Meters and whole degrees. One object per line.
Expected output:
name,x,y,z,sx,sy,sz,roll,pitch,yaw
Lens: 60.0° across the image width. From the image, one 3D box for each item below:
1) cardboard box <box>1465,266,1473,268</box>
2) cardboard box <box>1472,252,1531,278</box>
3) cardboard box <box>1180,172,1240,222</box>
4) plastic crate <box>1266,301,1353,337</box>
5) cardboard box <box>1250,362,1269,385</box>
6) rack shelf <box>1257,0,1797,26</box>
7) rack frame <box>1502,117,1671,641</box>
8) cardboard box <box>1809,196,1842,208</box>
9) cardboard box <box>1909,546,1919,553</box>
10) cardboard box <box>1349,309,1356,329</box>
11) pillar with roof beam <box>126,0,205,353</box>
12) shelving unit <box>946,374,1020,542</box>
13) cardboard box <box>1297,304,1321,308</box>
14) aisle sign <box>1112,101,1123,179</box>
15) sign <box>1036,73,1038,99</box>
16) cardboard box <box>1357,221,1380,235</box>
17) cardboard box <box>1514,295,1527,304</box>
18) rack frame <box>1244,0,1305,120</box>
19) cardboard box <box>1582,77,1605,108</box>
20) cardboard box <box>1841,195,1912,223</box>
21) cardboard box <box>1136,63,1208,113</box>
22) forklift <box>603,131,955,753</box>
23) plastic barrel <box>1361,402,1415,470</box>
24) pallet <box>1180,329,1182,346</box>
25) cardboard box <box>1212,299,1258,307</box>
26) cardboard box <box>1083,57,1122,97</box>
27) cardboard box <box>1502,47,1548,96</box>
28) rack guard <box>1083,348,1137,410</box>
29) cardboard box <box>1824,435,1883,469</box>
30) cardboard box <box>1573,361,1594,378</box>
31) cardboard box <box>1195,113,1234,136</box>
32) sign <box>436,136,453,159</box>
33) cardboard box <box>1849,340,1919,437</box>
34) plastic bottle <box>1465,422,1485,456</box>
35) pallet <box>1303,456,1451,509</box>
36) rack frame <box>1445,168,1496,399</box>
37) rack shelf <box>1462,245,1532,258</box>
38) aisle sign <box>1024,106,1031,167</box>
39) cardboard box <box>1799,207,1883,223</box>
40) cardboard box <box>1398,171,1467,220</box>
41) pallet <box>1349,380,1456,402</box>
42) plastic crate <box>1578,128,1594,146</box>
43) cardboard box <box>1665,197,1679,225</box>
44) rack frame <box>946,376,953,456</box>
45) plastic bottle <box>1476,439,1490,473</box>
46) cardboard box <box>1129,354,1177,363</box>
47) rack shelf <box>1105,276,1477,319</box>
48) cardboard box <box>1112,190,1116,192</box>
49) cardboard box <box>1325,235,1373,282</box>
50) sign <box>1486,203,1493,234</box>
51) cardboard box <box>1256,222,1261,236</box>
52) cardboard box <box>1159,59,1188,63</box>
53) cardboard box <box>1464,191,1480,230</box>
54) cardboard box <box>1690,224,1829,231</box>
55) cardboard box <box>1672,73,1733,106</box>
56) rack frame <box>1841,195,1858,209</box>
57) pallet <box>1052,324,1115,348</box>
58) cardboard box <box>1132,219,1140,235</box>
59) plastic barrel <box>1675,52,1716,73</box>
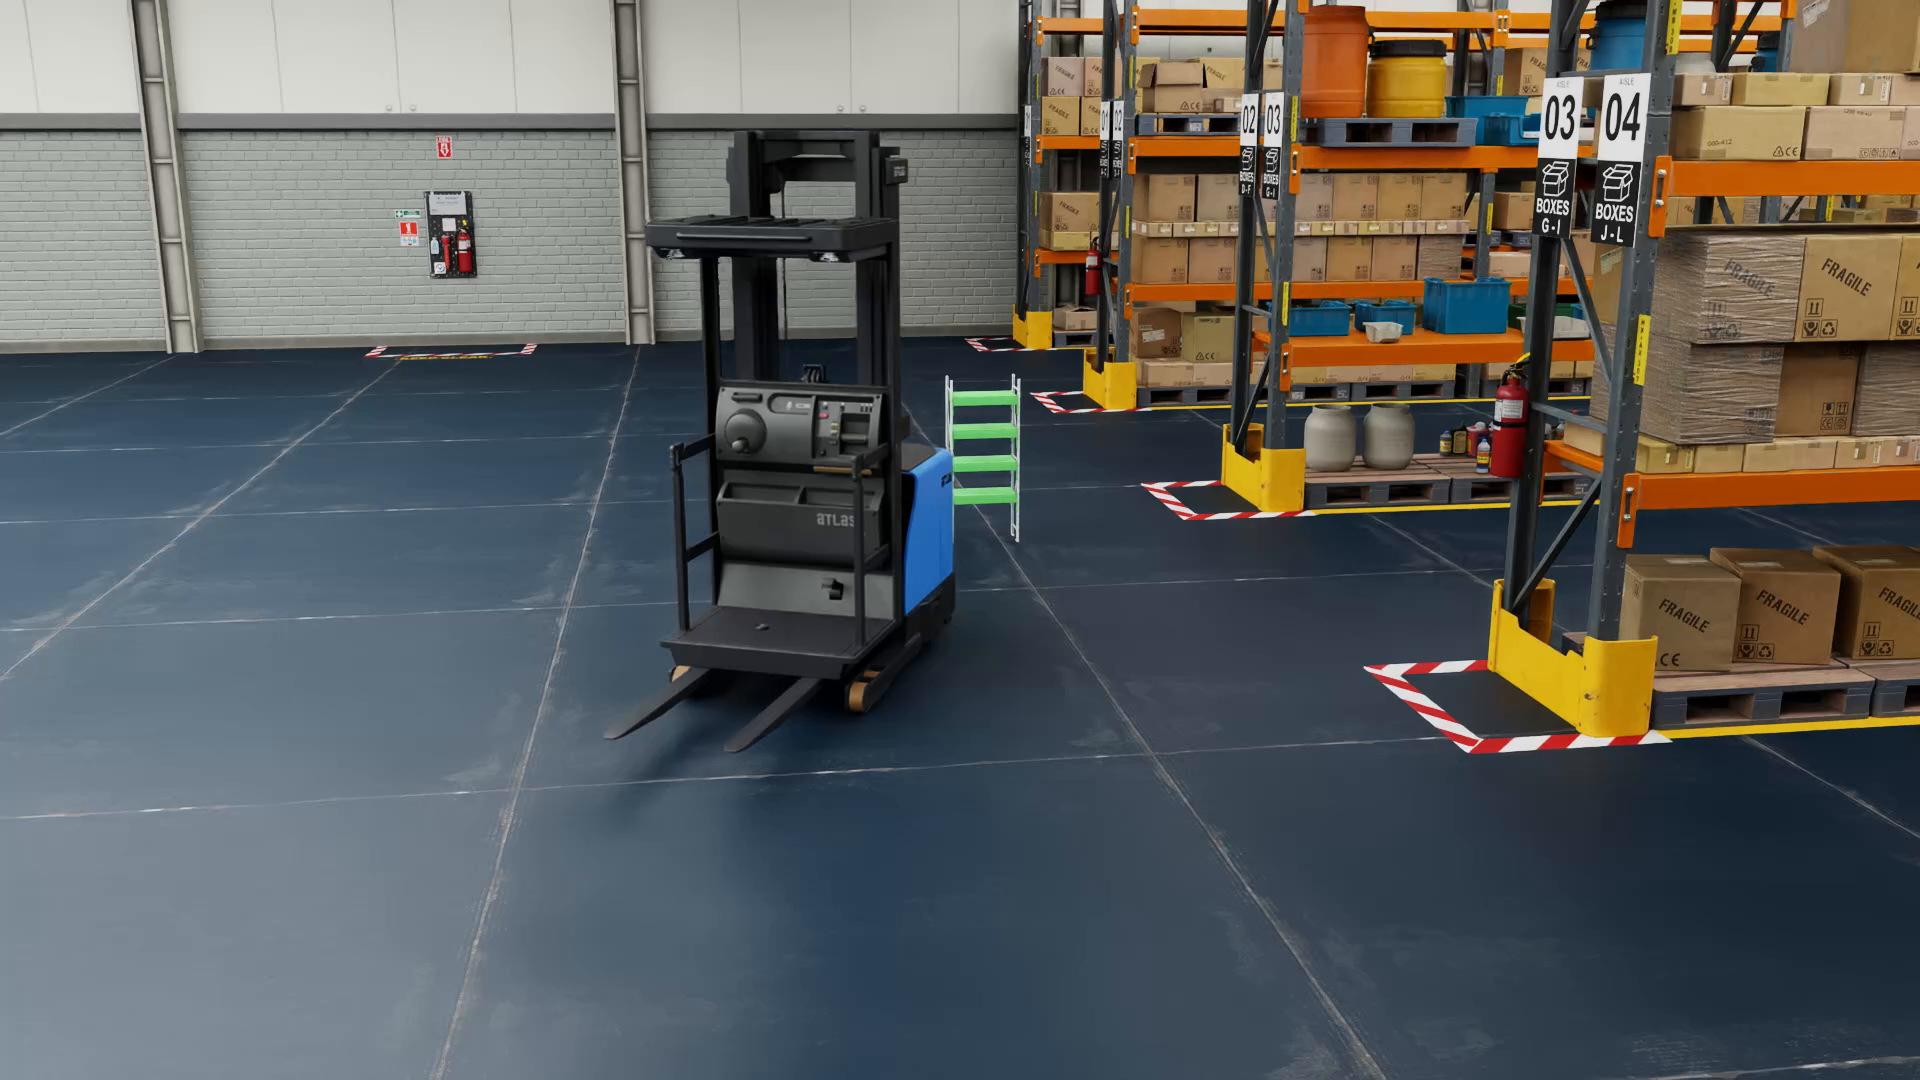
cardboard box,7.560,-3.795,23.881,0.500,0.250,0.500,-2,14,-7
cardboard box,6.104,-3.094,18.701,0.500,0.250,0.500,-1,14,-5
cardboard box,2.703,-3.707,17.966,0.500,0.500,0.700,-2,14,-10
plastic crate,2.853,-1.820,13.617,0.616,0.251,0.499,-2,14,-8
cardboard box,3.220,-1.866,18.287,0.500,0.250,0.500,-2,14,-8
rack shelf,4.380,-4.241,12.935,4.000,0.370,1.077,-2,14,-8
rack frame,3.140,-0.610,8.489,0.127,3.000,1.000,-2,14,-8
cardboard box,12.374,-4.745,24.117,0.500,0.500,0.500,-2,14,-9
cardboard box,5.527,0.322,9.046,0.500,0.500,0.500,-3,14,-13
cardboard box,4.208,-2.268,18.348,0.500,0.500,0.500,-2,14,-8
pillar with roof beam,-9.735,-5.858,17.080,0.400,9.000,9.100,-2,14,-8
shelving unit,0.164,-0.588,12.100,0.503,1.200,0.258,-2,14,-8
cardboard box,4.130,-2.394,18.850,0.500,0.500,0.500,-2,14,-8
aisle sign,1.649,-4.178,17.372,0.004,0.787,0.394,-2,14,-8
sign,1.008,-5.933,21.751,0.005,0.325,0.100,-2,14,-8
cardboard box,4.380,-3.404,18.088,0.250,0.149,0.380,-2,14,-9
cardboard box,8.133,-3.437,23.995,0.500,0.500,0.700,-2,14,-8
rack frame,2.403,-4.712,12.510,0.127,3.000,1.000,-2,14,-8
cardboard box,3.368,-2.271,8.434,0.250,0.149,0.380,-2,14,-8
cardboard box,13.332,-4.781,24.503,0.700,0.700,0.980,-2,14,-7
cardboard box,2.237,-4.790,17.625,0.637,0.503,0.797,-1,14,-4
forklift,-0.919,-0.626,8.693,1.130,2.935,3.031,4,15,15
plastic barrel,3.538,-0.859,13.732,0.421,0.512,0.421,0,14,0
pallet,3.014,-2.899,23.349,1.213,0.211,1.003,-2,14,-8
cardboard box,3.862,-3.284,23.383,0.500,0.500,0.500,-3,14,-13
cardboard box,1.847,-6.145,22.088,0.500,0.500,0.500,-2,14,-9
cardboard box,6.239,-5.101,18.132,0.500,0.500,0.500,-2,14,-8
rack guard,1.645,-1.780,18.292,0.348,0.500,1.175,-2,14,-8
cardboard box,4.450,-0.473,8.457,0.250,0.149,0.380,-2,14,-8
cardboard box,7.077,-2.001,18.824,0.500,0.250,0.500,-3,14,-10
cardboard box,3.375,-5.721,22.453,0.500,0.500,0.500,-3,14,-11
sign,-6.915,-5.269,22.298,0.199,0.298,0.001,-2,14,-8
cardboard box,4.666,-0.871,8.712,0.500,0.500,0.875,-2,14,-8
plastic bottle,4.407,-0.869,14.214,0.135,0.276,0.152,-2,14,-8
pallet,3.275,-0.491,13.748,1.213,0.211,1.003,-2,14,-8
rack frame,5.624,-3.138,18.570,0.127,3.000,1.000,-2,14,-8
rack shelf,6.860,-4.053,23.697,4.000,0.370,1.077,-2,14,-8
aisle sign,0.900,-5.371,22.128,0.004,0.787,0.394,-2,14,-8
cardboard box,10.185,-3.585,19.283,0.500,0.500,0.700,-7,16,-27
cardboard box,5.186,-3.799,18.329,0.500,0.500,0.700,-2,14,-8
pallet,4.831,-1.767,18.834,1.213,0.211,1.003,-2,14,-8
plastic crate,4.831,-3.118,12.866,0.396,0.136,0.243,-2,14,-8
cardboard box,9.875,-4.650,23.739,0.500,0.500,0.500,-2,14,-6
rack frame,-0.078,-0.579,12.065,0.015,1.200,0.240,-2,14,-8
plastic bottle,4.242,-0.683,13.482,0.097,0.271,0.097,0,14,0
cardboard box,2.155,-1.954,18.636,0.500,0.250,0.500,-2,14,-8
rack shelf,3.646,-2.717,18.368,4.000,0.370,1.077,-2,14,-8
cardboard box,2.371,-4.589,23.081,0.500,0.500,0.500,-2,14,-10
cardboard box,4.169,-3.131,18.336,0.500,0.500,0.700,-2,14,-7
sign,5.708,-3.463,17.923,0.005,0.325,0.100,-2,14,-8
cardboard box,3.109,-3.357,17.901,0.250,0.149,0.380,-3,14,-10
cardboard box,2.841,-6.313,22.759,0.500,0.500,0.500,-2,14,-8
cardboard box,7.145,-4.667,23.554,0.500,0.500,0.700,-2,14,-8
cardboard box,4.141,-1.387,8.714,0.500,0.500,0.500,-2,14,-8
cardboard box,3.447,-2.140,7.912,0.250,0.149,0.380,-2,14,-9
rack frame,12.793,-4.620,24.476,0.127,3.000,1.000,-2,14,-8
pallet,1.810,-2.856,23.176,1.213,0.211,1.003,-2,14,-8
cardboard box,2.018,-3.416,18.138,0.250,0.149,0.380,-2,14,-9
plastic barrel,5.903,-3.691,13.515,0.421,0.512,0.421,0,14,0
